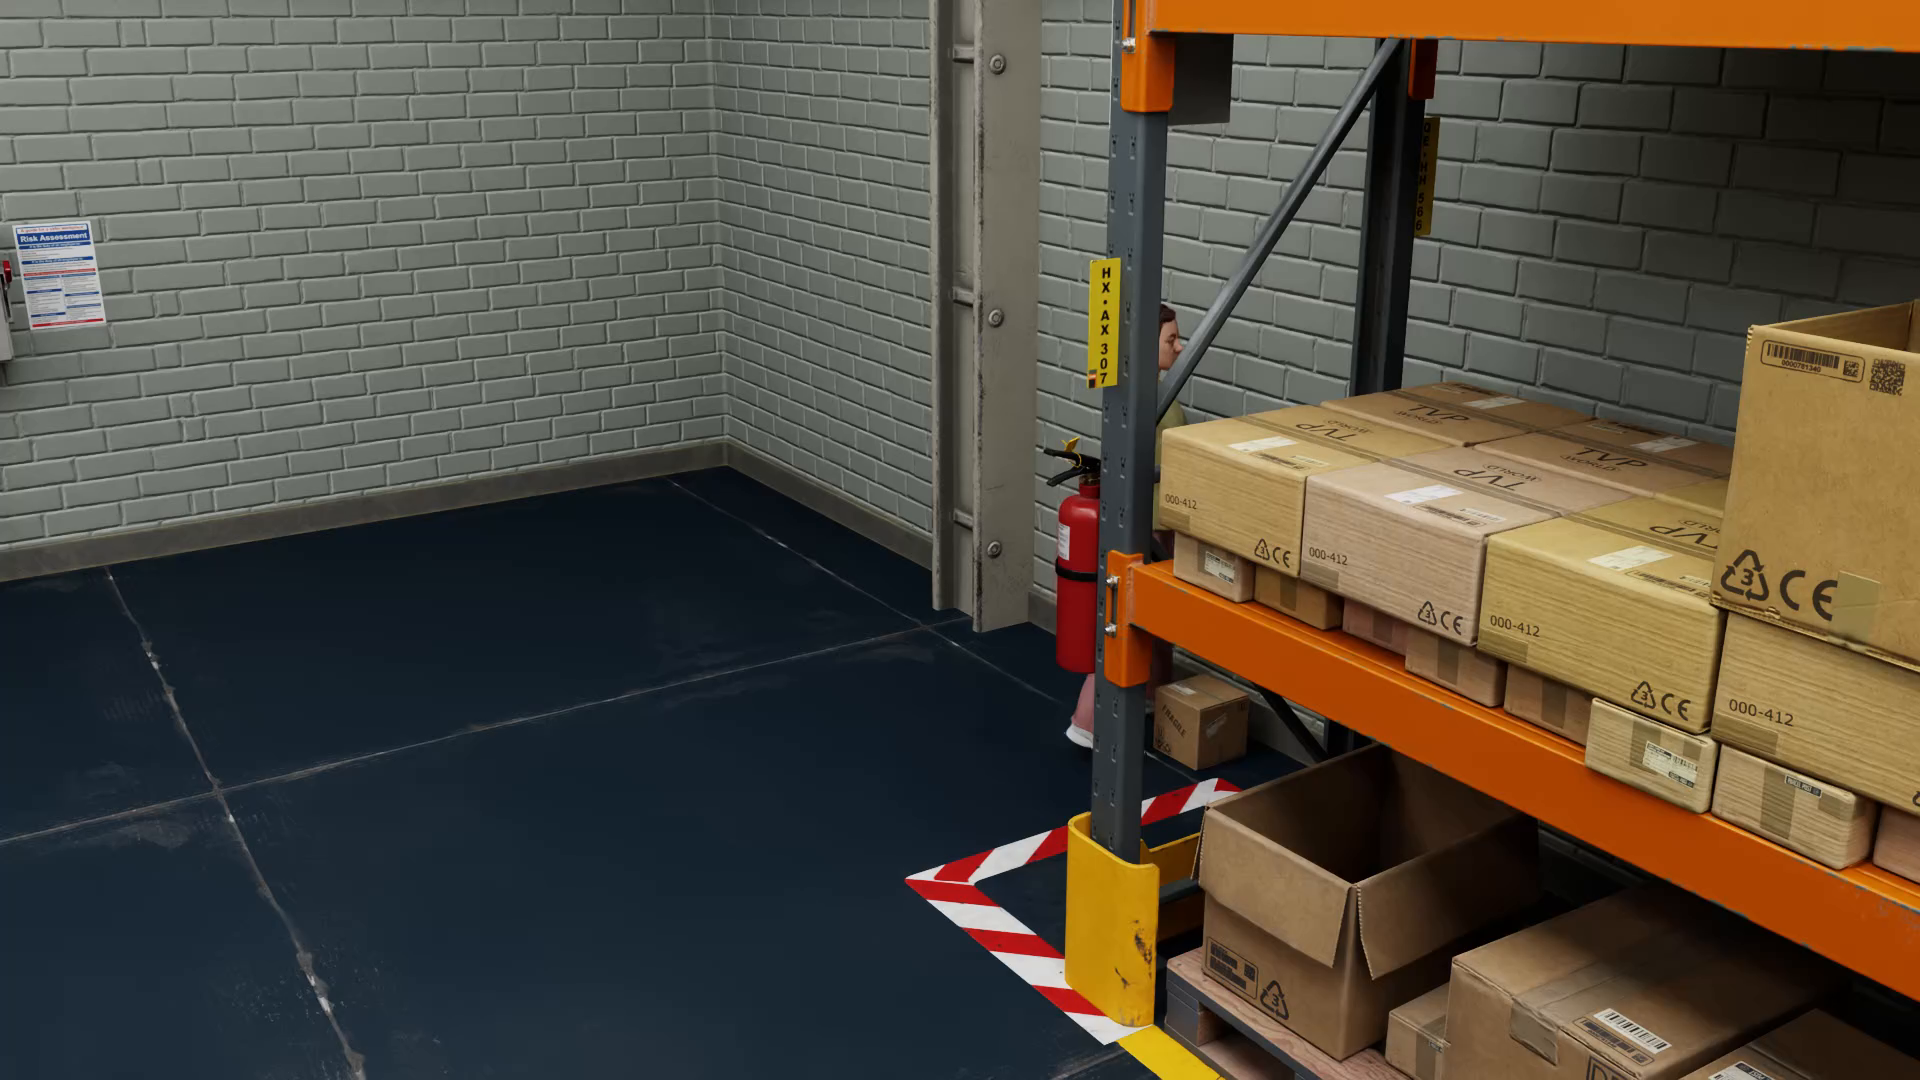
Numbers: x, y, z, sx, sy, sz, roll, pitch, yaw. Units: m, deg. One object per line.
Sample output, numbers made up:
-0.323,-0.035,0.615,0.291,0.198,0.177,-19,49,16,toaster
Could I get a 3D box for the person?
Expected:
0.679,-0.042,6.171,0.460,1.678,0.578,5,19,15,person
